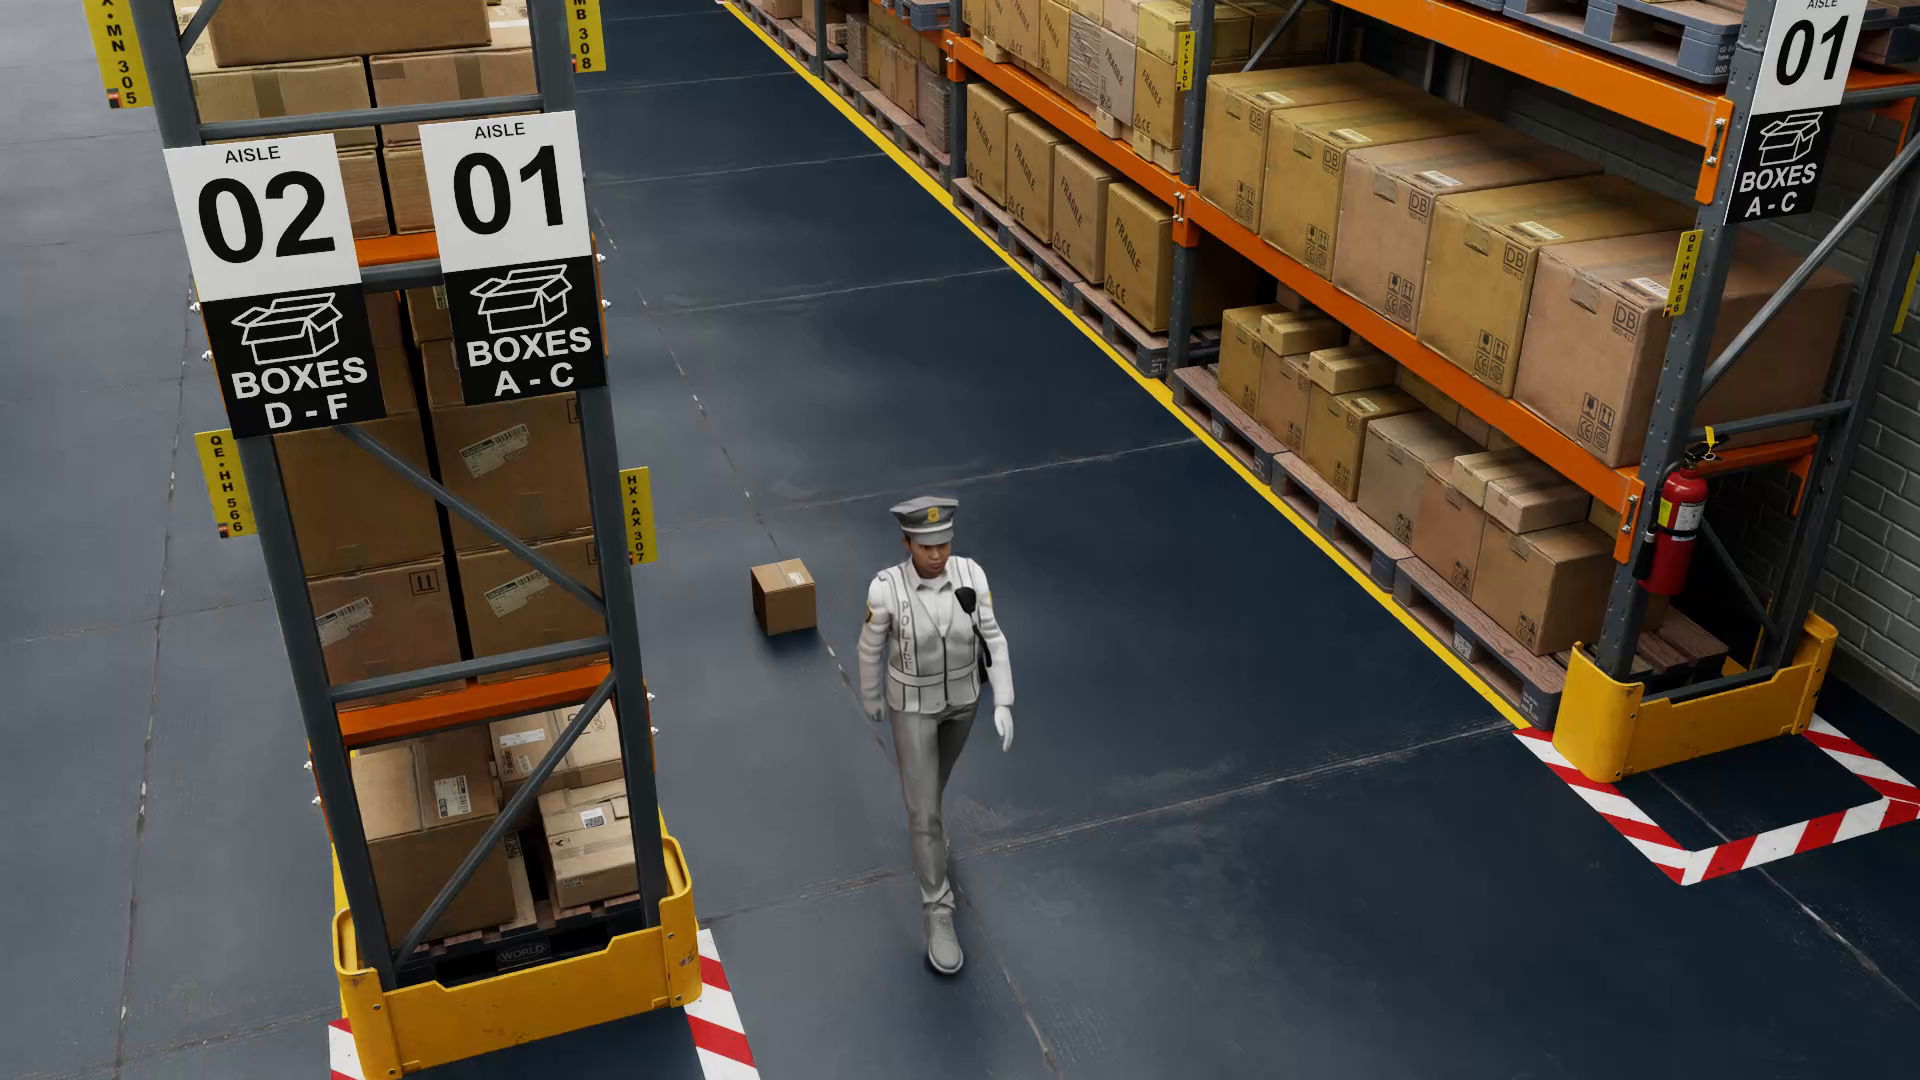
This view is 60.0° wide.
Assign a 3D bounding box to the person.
[{"bbox_3d":[-0.046,0.617,5.996,0.502,1.650,0.896,-12,32,-20],"label":"person"}]
